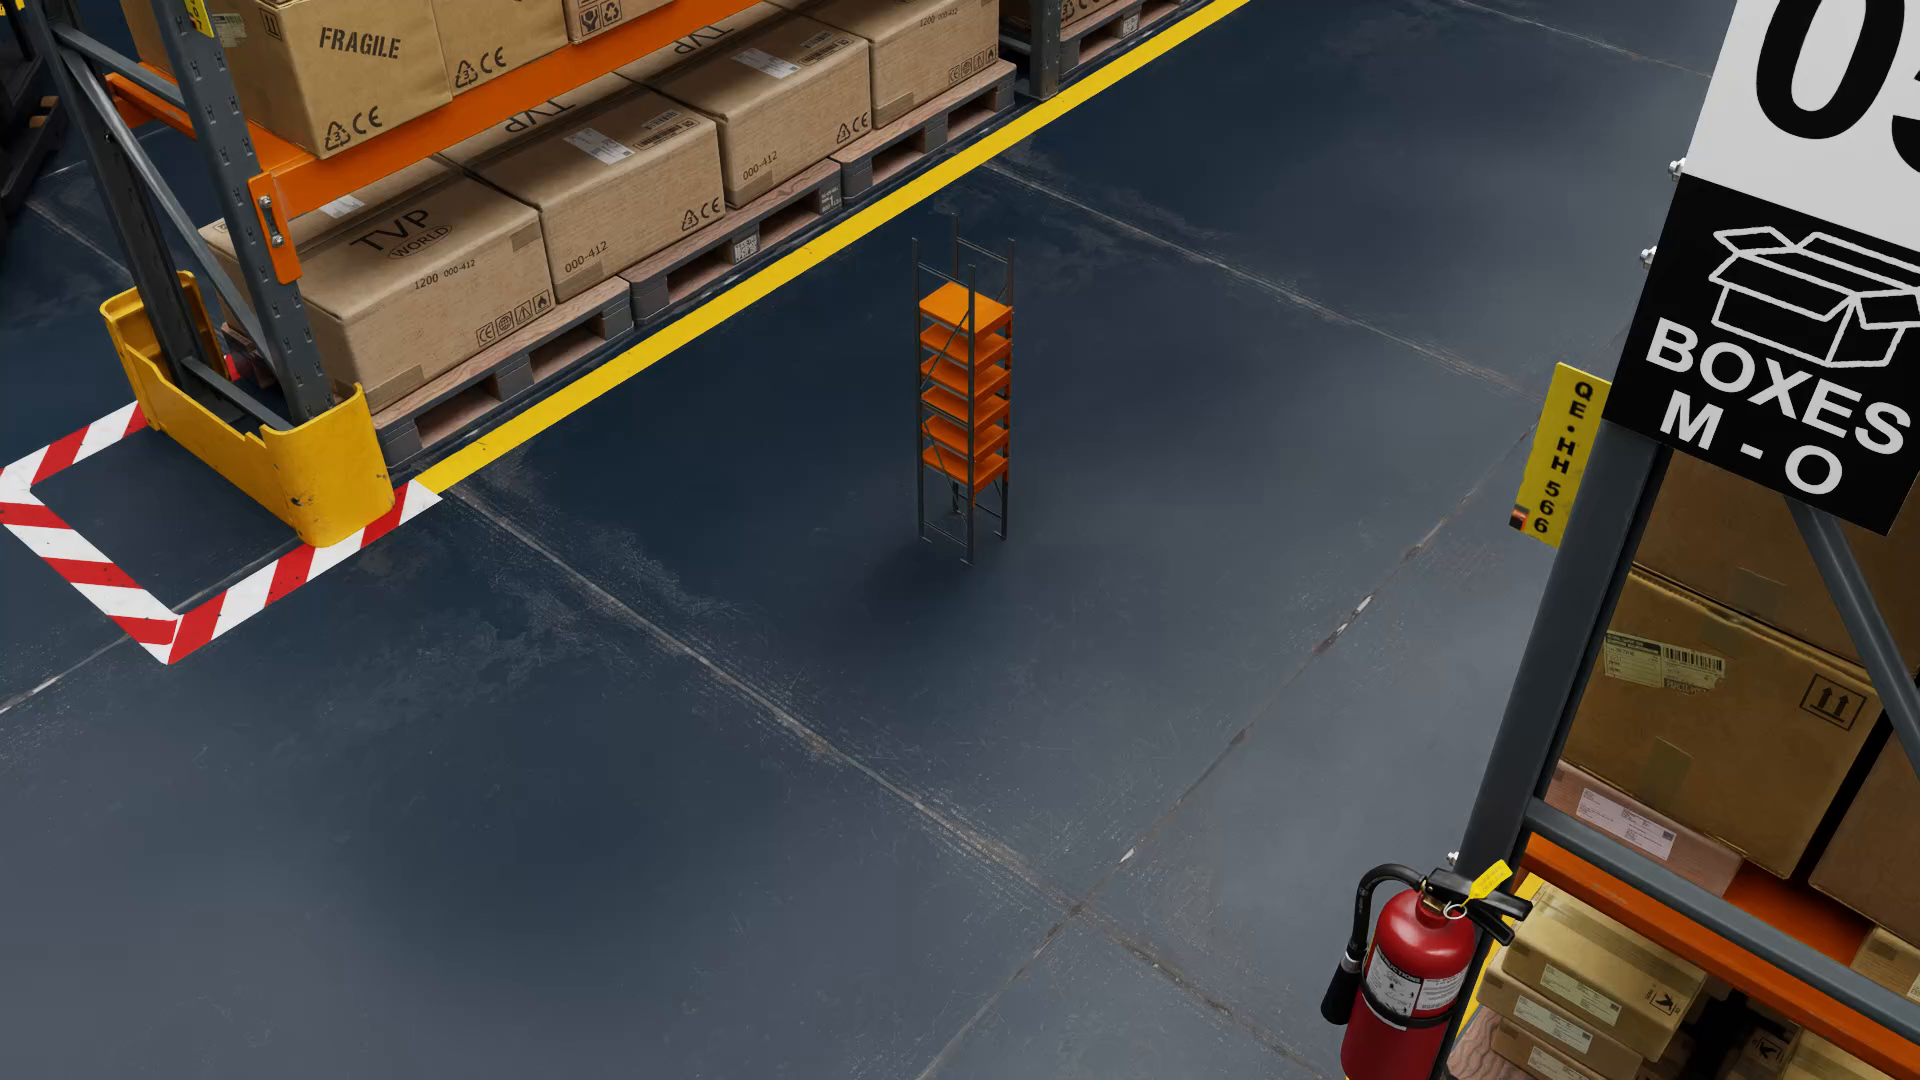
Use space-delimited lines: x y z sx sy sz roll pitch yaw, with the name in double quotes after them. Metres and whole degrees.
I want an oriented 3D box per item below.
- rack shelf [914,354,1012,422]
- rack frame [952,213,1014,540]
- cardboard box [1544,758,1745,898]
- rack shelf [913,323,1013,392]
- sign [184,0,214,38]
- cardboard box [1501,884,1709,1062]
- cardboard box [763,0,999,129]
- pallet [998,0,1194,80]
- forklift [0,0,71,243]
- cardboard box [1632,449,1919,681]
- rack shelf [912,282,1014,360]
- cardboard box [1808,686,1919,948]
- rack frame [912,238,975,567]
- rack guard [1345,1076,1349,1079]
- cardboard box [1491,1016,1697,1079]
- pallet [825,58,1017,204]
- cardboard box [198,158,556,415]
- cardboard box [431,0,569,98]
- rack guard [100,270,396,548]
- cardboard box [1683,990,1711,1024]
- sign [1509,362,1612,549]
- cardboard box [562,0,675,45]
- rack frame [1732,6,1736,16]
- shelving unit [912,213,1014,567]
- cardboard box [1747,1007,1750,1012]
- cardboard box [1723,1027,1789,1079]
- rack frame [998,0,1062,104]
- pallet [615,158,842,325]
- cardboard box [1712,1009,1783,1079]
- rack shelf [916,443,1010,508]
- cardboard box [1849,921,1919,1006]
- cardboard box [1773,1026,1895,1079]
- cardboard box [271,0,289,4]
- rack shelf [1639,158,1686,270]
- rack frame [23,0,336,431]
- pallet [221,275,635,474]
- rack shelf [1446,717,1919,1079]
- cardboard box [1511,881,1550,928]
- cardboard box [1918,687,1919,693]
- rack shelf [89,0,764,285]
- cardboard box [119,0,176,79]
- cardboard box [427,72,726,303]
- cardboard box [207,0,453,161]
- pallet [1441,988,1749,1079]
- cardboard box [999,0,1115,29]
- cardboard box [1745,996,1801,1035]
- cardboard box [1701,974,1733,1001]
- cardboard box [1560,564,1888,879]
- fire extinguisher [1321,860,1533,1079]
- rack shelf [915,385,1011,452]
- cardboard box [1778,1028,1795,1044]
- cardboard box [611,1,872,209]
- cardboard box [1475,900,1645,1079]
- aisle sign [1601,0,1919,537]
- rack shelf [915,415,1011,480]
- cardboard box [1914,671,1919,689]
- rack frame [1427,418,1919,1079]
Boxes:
0.009 -0.507 5.304 0.258 0.103 0.180 29 50 28 "rack shelf"
0.068 -0.498 5.406 0.240 1.200 0.006 29 50 28 "rack frame"
1.333 0.476 3.184 0.380 0.149 0.250 30 50 28 "cardboard box"
0.009 -0.596 5.223 0.258 0.103 0.180 29 50 28 "rack shelf"
-2.093 -1.524 4.494 0.100 0.325 0.005 29 50 28 "sign"
1.486 0.970 3.818 0.380 0.149 0.250 30 50 29 "cardboard box"
-0.426 -2.408 7.761 0.875 0.438 0.875 29 50 28 "cardboard box"
0.499 -2.876 8.756 1.003 0.211 1.213 29 50 28 "pallet"
-4.725 -2.810 6.662 1.130 2.935 3.031 -5 43 -6 "forklift"
1.443 -0.187 2.687 0.500 0.500 0.500 28 49 28 "cardboard box"
0.009 -0.685 5.142 0.258 0.103 0.180 29 50 28 "rack shelf"
1.840 0.415 2.769 0.500 0.500 0.500 32 51 30 "cardboard box"
-0.050 -0.404 5.303 0.240 1.200 0.006 29 50 28 "rack frame"
1.388 1.559 3.664 1.175 0.500 0.348 29 50 28 "rack guard"
1.519 1.211 3.995 0.380 0.149 0.250 30 50 29 "cardboard box"
-0.489 -2.088 7.890 1.003 0.211 1.213 29 50 28 "pallet"
-2.166 -1.008 6.222 0.875 0.438 0.875 28 49 27 "cardboard box"
-1.681 -1.850 5.481 0.500 0.500 0.500 29 50 28 "cardboard box"
-2.530 -0.481 5.907 1.175 0.500 0.348 29 50 28 "rack guard"
1.670 0.956 4.055 0.380 0.149 0.250 28 49 28 "cardboard box"
0.927 -0.123 2.560 0.100 0.325 0.005 29 50 28 "sign"
-1.340 -2.104 5.760 0.500 0.500 0.500 29 50 28 "cardboard box"
1.339 -1.546 0.762 1.000 3.000 0.127 29 50 28 "rack frame"
0.009 -0.451 5.355 0.258 1.200 0.189 29 50 28 "shelving unit"
2.182 1.140 4.073 0.380 0.149 0.250 30 50 29 "cardboard box"
1.873 1.304 3.672 0.380 0.149 0.250 32 51 30 "cardboard box"
0.060 -3.477 7.345 1.000 3.000 0.127 29 50 28 "rack frame"
-1.274 -1.457 7.196 1.003 0.211 1.213 29 50 28 "pallet"
2.027 1.271 3.929 0.380 0.149 0.250 29 50 28 "cardboard box"
0.009 -0.241 5.546 0.258 0.103 0.180 29 50 28 "rack shelf"
1.799 0.741 2.892 0.380 0.149 0.250 29 50 28 "cardboard box"
1.937 1.230 3.532 0.380 0.149 0.250 27 49 27 "cardboard box"
-1.987 -1.949 4.846 0.500 0.500 0.500 28 49 28 "cardboard box"
2.627 -1.200 3.145 1.077 0.370 4.000 29 50 28 "rack shelf"
-2.514 -1.418 5.080 1.000 3.000 0.127 29 50 28 "rack frame"
-2.060 -0.832 6.508 1.003 0.211 1.213 29 50 28 "pallet"
2.627 -0.090 4.154 1.077 0.370 4.000 29 50 28 "rack shelf"
1.606 1.035 4.189 0.380 0.149 0.250 31 51 30 "cardboard box"
1.831 0.040 2.438 0.500 0.500 0.500 29 50 28 "cardboard box"
-1.227 -2.182 6.454 1.077 0.370 4.000 29 50 28 "rack shelf"
-2.407 -1.818 5.445 0.500 0.500 0.500 30 50 29 "cardboard box"
-1.584 -1.483 6.744 0.875 0.438 0.875 31 51 29 "cardboard box"
-1.986 -1.578 5.181 0.500 0.500 0.500 29 50 28 "cardboard box"
1.938 1.263 4.204 1.003 0.211 1.213 29 50 28 "pallet"
0.398 -3.201 8.308 0.875 0.875 0.875 31 51 30 "cardboard box"
2.022 1.036 3.746 0.380 0.149 0.250 30 50 29 "cardboard box"
1.692 0.866 3.933 0.380 0.149 0.250 30 50 29 "cardboard box"
1.432 0.183 3.023 0.500 0.500 0.500 31 50 29 "cardboard box"
0.824 0.770 3.008 0.296 0.674 0.183 29 50 28 "fire extinguisher"
0.009 -0.419 5.384 0.258 0.103 0.180 29 50 28 "rack shelf"
2.092 1.187 3.800 0.380 0.149 0.250 29 50 28 "cardboard box"
-1.002 -1.947 7.254 0.875 0.438 0.875 28 49 27 "cardboard box"
1.461 1.067 3.932 0.380 0.149 0.250 28 49 27 "cardboard box"
1.063 -0.381 2.007 0.394 0.787 0.004 29 50 28 "aisle sign"
0.009 -0.330 5.465 0.258 0.103 0.180 29 50 28 "rack shelf"
2.165 0.128 3.084 0.500 0.500 0.500 30 50 29 "cardboard box"
1.339 0.673 2.780 1.000 3.000 0.127 29 50 28 "rack frame"
